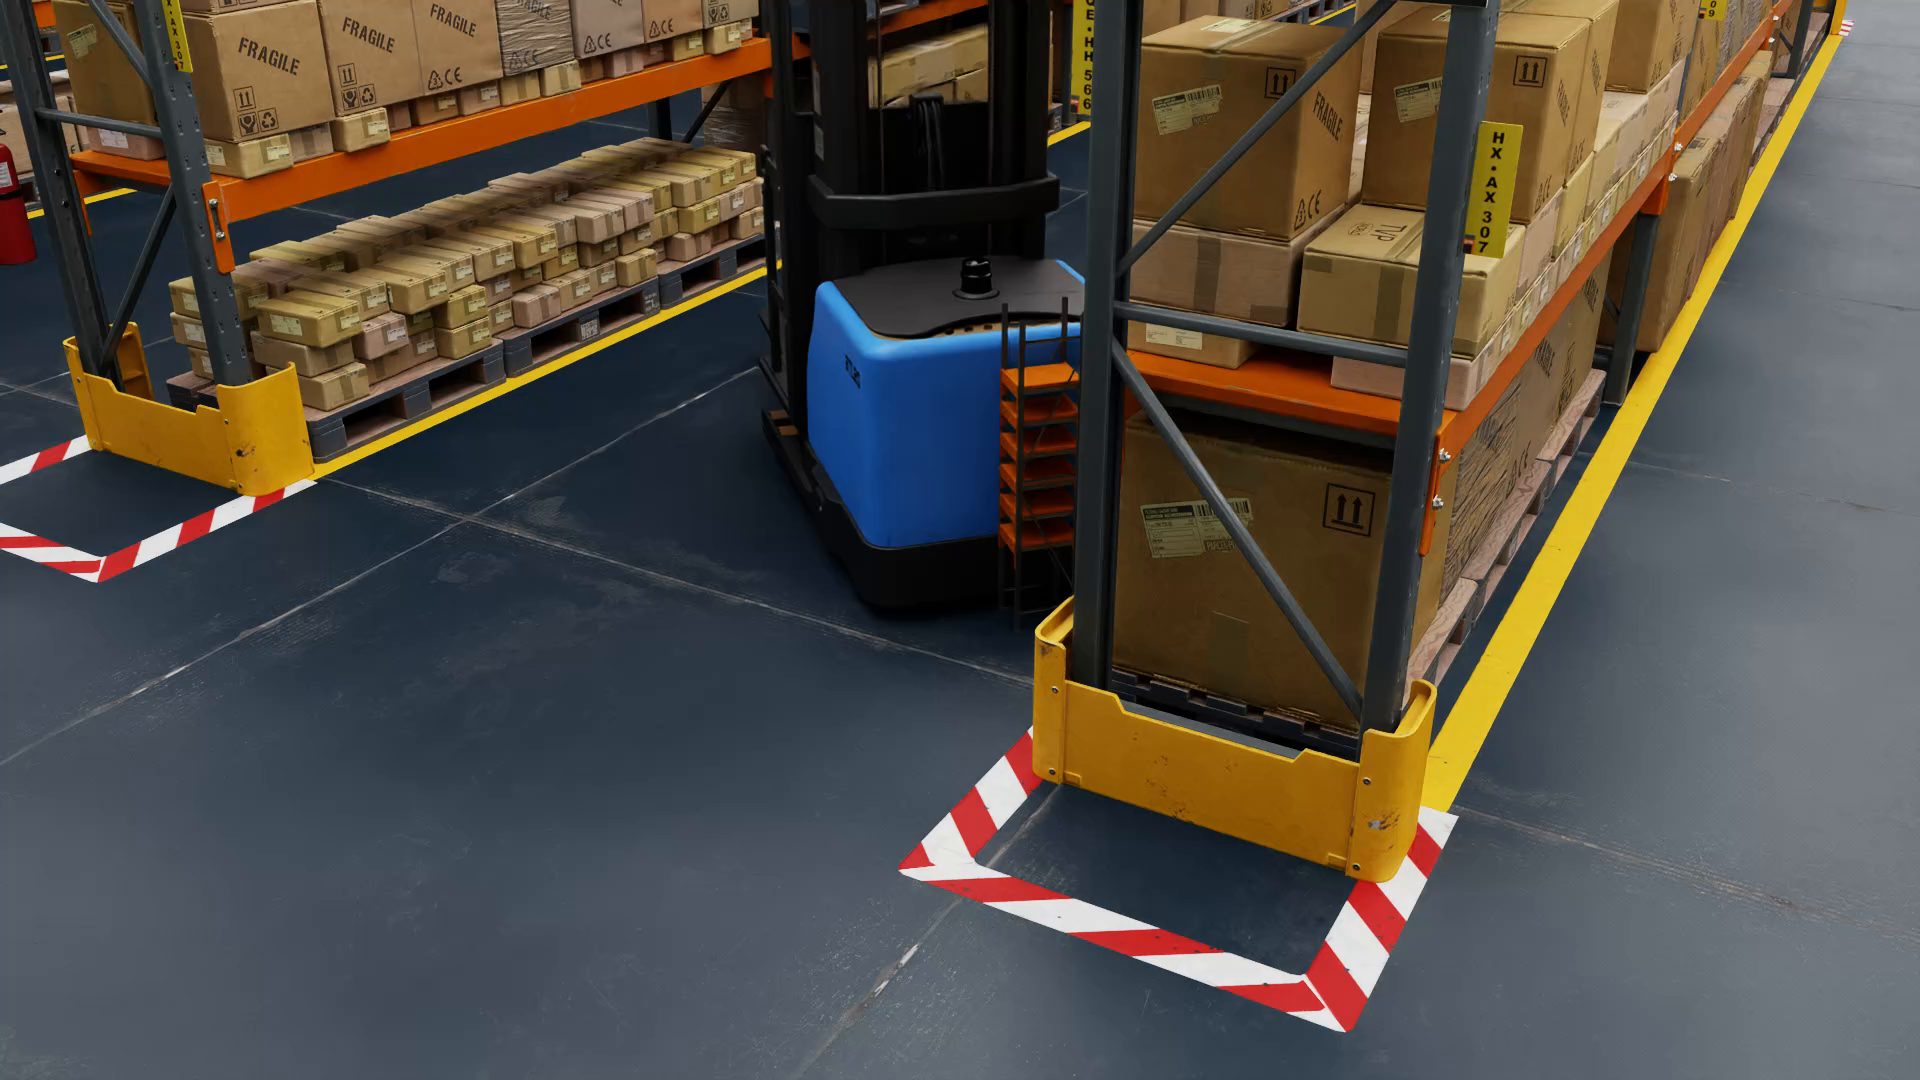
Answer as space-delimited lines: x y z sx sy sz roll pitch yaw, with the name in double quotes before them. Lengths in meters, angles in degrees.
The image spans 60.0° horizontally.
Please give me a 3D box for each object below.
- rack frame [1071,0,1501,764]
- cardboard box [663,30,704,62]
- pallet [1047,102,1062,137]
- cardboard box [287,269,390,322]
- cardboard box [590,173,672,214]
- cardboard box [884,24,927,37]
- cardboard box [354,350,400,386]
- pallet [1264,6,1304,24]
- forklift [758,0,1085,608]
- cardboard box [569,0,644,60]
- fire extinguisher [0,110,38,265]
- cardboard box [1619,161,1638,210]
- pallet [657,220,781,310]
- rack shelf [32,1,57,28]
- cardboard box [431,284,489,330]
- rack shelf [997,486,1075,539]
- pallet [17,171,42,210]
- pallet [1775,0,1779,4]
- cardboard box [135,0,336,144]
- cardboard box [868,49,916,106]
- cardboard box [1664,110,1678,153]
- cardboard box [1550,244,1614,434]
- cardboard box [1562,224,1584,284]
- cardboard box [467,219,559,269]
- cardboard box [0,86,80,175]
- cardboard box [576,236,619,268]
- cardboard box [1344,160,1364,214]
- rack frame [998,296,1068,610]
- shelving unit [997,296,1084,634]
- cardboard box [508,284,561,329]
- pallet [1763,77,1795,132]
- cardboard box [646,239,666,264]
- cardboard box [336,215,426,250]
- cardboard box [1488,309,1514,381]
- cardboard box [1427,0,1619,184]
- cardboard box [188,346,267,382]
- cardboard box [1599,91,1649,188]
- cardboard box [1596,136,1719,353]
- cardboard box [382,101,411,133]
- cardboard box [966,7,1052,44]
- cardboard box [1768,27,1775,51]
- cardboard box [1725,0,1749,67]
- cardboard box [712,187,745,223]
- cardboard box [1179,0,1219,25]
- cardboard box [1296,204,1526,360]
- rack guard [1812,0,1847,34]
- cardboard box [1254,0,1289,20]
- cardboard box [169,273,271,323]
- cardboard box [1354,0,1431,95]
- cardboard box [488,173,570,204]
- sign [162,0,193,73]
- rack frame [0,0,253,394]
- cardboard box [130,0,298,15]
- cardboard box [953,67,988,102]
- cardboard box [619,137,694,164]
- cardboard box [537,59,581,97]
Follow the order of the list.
"rack frame" 0.811 -0.549 4.496 1.000 3.000 0.127 14 30 26
"cardboard box" -1.642 -2.749 9.171 0.380 0.149 0.250 15 30 28
"pallet" 0.092 -3.247 13.001 1.003 0.211 1.213 14 30 26
"cardboard box" -2.873 -1.123 7.693 0.380 0.149 0.250 15 30 27
"cardboard box" -1.841 -1.932 9.309 0.380 0.149 0.250 15 30 28
"cardboard box" -0.576 -3.601 12.077 0.500 0.250 0.500 14 30 26
"cardboard box" -2.864 -0.847 7.807 0.380 0.149 0.250 14 30 26
"pallet" 2.888 -5.389 17.280 1.003 0.211 1.213 14 30 26
"forklift" -0.271 -1.703 6.877 1.130 2.935 3.031 -8 28 -15
"cardboard box" -1.984 -2.771 8.490 0.500 0.500 0.500 14 30 26
"fire extinguisher" -3.983 -1.483 6.864 0.296 0.674 0.183 14 30 26
"cardboard box" 2.408 -1.403 6.483 0.380 0.149 0.250 15 30 27
"pallet" -1.790 -1.723 9.956 1.003 0.211 1.213 14 30 26
"rack shelf" -6.833 -3.189 10.573 1.077 0.370 4.000 14 30 26
"cardboard box" -2.529 -1.159 8.099 0.380 0.149 0.250 15 30 28
"rack shelf" 0.286 -0.103 5.983 0.258 0.103 0.180 -8 28 -15
"pallet" -6.891 -2.287 11.082 1.003 0.211 1.213 14 30 26
"pallet" 5.004 -3.882 11.368 1.213 0.211 1.003 14 30 26
"cardboard box" -2.996 -1.972 6.895 0.500 0.500 0.500 16 31 28
"cardboard box" -0.637 -3.083 11.043 0.500 0.250 0.500 15 30 27
"cardboard box" 2.914 -1.805 7.284 0.380 0.149 0.250 14 30 26
"cardboard box" 2.384 -1.106 7.513 0.875 0.875 0.875 14 30 26
"cardboard box" 1.903 -1.004 5.685 0.380 0.149 0.250 14 30 26
"cardboard box" -2.274 -1.506 8.459 0.380 0.149 0.250 15 30 27
"cardboard box" -6.691 -2.762 11.310 0.875 0.438 0.875 13 29 25
"cardboard box" -2.073 -1.596 8.971 0.380 0.149 0.250 13 29 24
"cardboard box" 1.068 -1.060 5.351 0.500 0.250 0.500 14 30 25
"rack frame" 0.259 -0.289 5.988 0.240 1.200 0.006 -8 28 -15
"shelving unit" 0.286 -0.250 5.909 0.258 1.200 0.189 -8 28 -15
"cardboard box" -2.286 -1.219 8.551 0.380 0.149 0.250 13 29 24
"pallet" 6.332 -3.675 13.855 1.003 0.211 1.213 14 30 26
"cardboard box" -1.896 -1.649 9.408 0.380 0.149 0.250 13 30 25
"cardboard box" -2.961 -1.540 8.526 0.380 0.149 0.250 15 30 28
"cardboard box" 1.398 -0.603 4.883 0.380 0.149 0.250 14 30 25
"cardboard box" 1.778 -1.476 5.345 0.500 0.500 0.500 13 30 25
"cardboard box" -3.380 -0.845 7.802 0.380 0.149 0.250 15 30 27
"cardboard box" 2.287 -1.543 6.316 0.500 0.250 0.500 15 30 27
"cardboard box" 3.076 -1.599 8.498 1.225 0.875 0.875 14 30 26
"cardboard box" -2.737 -1.955 7.585 0.380 0.149 0.250 16 31 28
"cardboard box" 0.370 -3.879 12.634 0.500 0.250 0.500 13 30 25
"cardboard box" 6.142 -3.888 13.467 0.700 0.500 0.500 14 30 26
"cardboard box" 3.965 -2.870 9.021 0.500 0.500 0.500 15 30 27
"cardboard box" -1.490 -1.984 9.747 0.380 0.149 0.250 13 29 24
"cardboard box" 1.741 -4.902 15.236 1.050 0.750 0.750 14 30 26
"cardboard box" 1.282 -0.742 4.717 0.500 0.250 0.500 13 30 25
"rack guard" 8.645 -5.637 17.452 1.175 0.500 0.348 14 30 26
"cardboard box" 2.816 -5.825 16.939 0.875 0.875 0.875 15 30 27
"cardboard box" -3.418 -1.122 7.691 0.380 0.149 0.250 15 30 27
"cardboard box" 1.820 -1.985 6.361 0.500 0.500 0.500 13 29 25
"cardboard box" -2.413 -1.938 9.322 0.380 0.149 0.250 15 30 27
"sign" -2.985 -1.948 6.324 0.100 0.325 0.005 14 30 26
"rack frame" -3.458 -1.681 6.756 1.000 3.000 0.127 14 30 26
"cardboard box" -3.006 -2.422 6.676 0.500 0.500 0.500 14 30 26
"cardboard box" -0.123 -3.143 12.001 0.500 0.500 0.500 13 29 24
"cardboard box" -1.840 -2.330 10.104 0.380 0.149 0.250 16 31 28
"cardboard box" -2.133 -2.339 8.352 0.380 0.149 0.250 15 30 27
